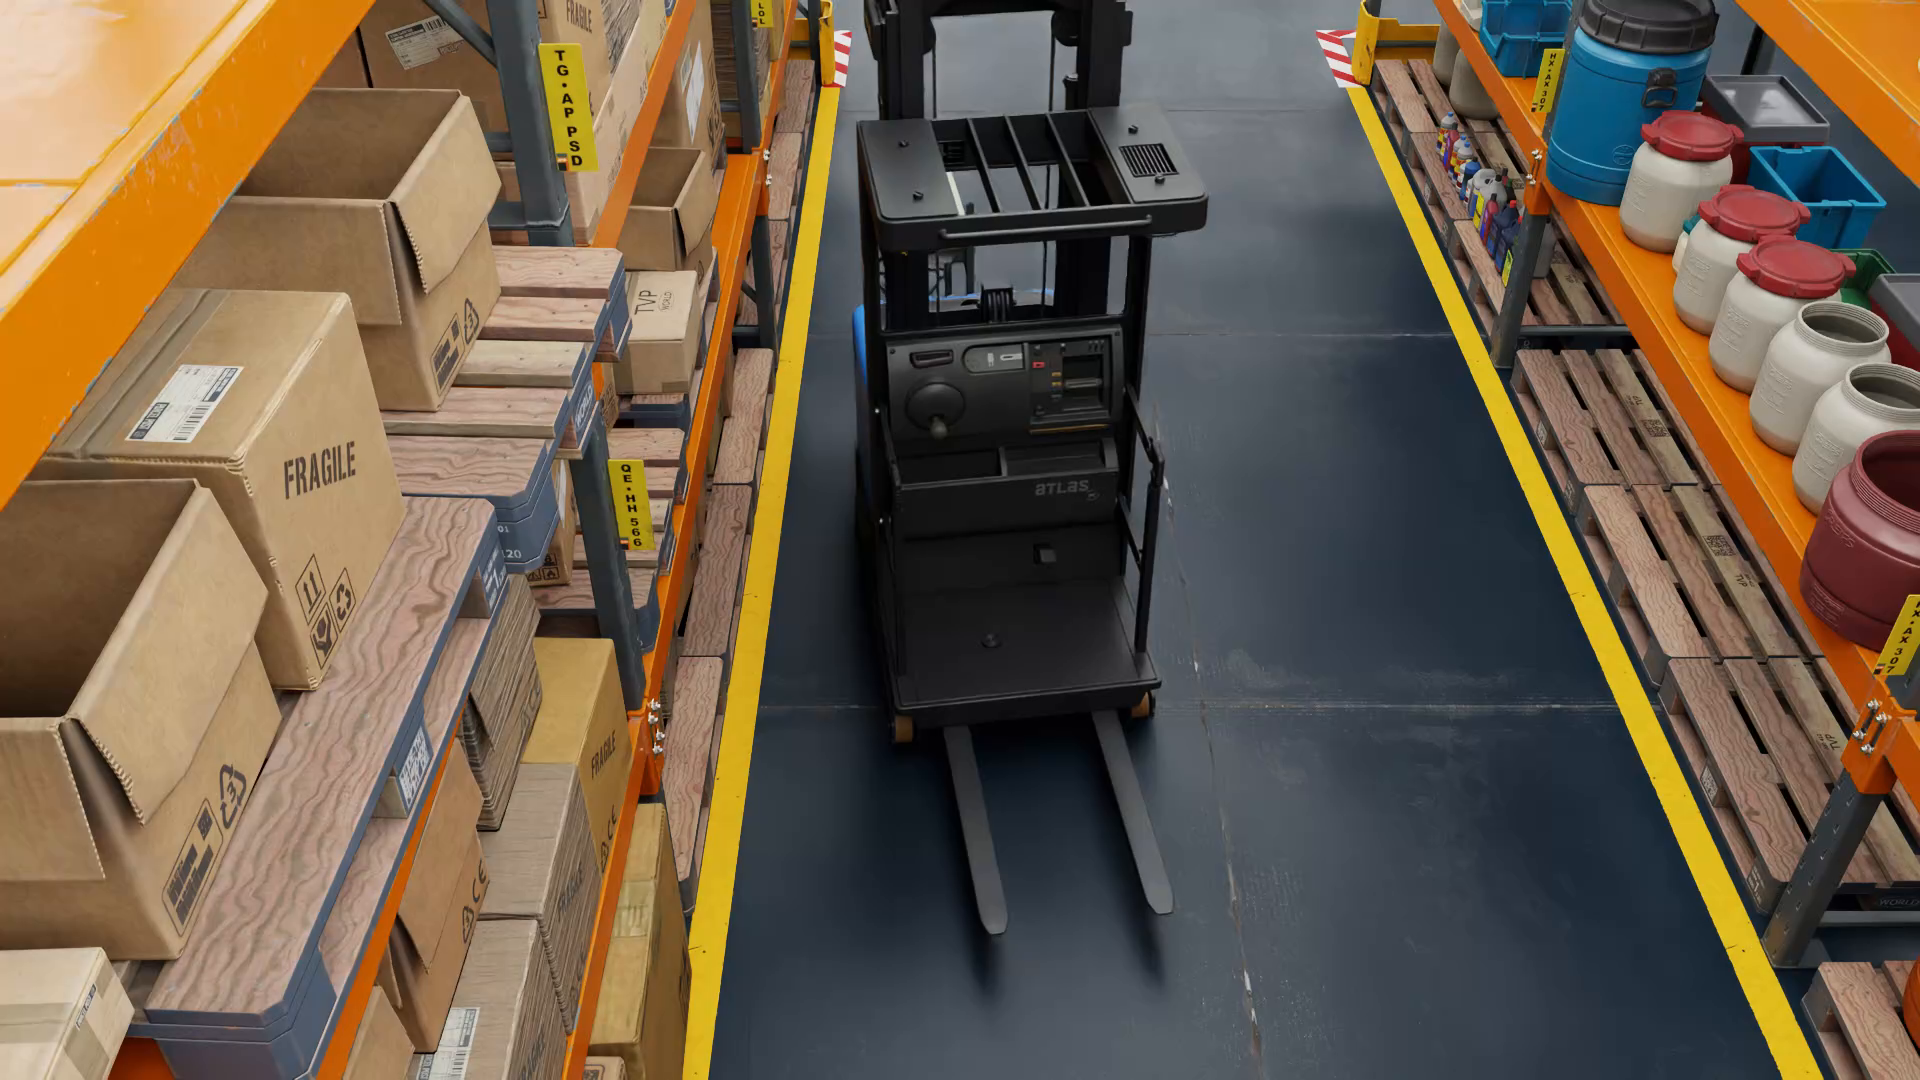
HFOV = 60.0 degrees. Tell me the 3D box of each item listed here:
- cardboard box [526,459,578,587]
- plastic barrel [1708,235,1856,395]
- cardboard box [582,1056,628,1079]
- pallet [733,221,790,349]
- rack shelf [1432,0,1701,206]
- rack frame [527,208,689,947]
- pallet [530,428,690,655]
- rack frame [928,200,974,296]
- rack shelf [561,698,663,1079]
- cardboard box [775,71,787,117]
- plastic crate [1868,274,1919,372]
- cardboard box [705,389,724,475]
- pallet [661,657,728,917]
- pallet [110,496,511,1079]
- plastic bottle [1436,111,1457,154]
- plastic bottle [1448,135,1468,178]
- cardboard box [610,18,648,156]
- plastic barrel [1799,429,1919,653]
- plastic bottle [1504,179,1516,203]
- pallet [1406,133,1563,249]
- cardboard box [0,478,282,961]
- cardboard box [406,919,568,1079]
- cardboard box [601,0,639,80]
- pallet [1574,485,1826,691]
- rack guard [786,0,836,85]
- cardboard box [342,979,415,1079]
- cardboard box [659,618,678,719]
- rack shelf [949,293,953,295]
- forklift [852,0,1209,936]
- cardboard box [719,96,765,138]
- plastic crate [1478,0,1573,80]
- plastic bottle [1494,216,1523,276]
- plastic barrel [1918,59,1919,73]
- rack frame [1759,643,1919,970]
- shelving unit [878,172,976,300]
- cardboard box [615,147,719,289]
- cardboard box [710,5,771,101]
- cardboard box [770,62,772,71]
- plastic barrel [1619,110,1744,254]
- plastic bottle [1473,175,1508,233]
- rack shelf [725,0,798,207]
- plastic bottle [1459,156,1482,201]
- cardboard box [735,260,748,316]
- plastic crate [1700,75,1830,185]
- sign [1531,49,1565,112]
[{"bbox_3d":[-1.541,-0.185,5.411,0.500,0.500,0.500,-5,39,-6],"label":"cardboard box"},{"bbox_3d":[3.231,-0.874,6.579,0.433,0.535,0.433,0,39,0],"label":"plastic barrel"},{"bbox_3d":[-1.527,2.010,4.452,1.225,0.875,0.875,0,39,0],"label":"cardboard box"},{"bbox_3d":[-1.541,-1.477,9.670,1.003,0.211,1.213,0,39,0],"label":"pallet"},{"bbox_3d":[3.446,-3.119,10.064,1.077,0.370,4.000,0,39,0],"label":"rack shelf"},{"bbox_3d":[-1.500,0.356,5.153,1.000,3.000,0.127,0,39,0],"label":"rack frame"},{"bbox_3d":[-1.607,-0.015,5.769,1.213,0.211,1.003,0,39,0],"label":"pallet"},{"bbox_3d":[-0.136,-0.924,7.949,0.400,1.500,0.023,-5,39,-7],"label":"rack frame"},{"bbox_3d":[-1.498,1.887,3.817,1.077,0.370,4.000,0,39,0],"label":"rack shelf"},{"bbox_3d":[-1.490,-3.071,11.092,0.500,0.500,0.500,10,40,12],"label":"cardboard box"},{"bbox_3d":[3.757,-0.683,6.398,0.402,0.464,0.583,0,39,0],"label":"plastic crate"},{"bbox_3d":[-1.544,-0.659,8.067,0.700,0.500,0.500,0,39,0],"label":"cardboard box"},{"bbox_3d":[-1.500,0.955,6.635,1.003,0.211,1.213,0,39,0],"label":"pallet"},{"bbox_3d":[-1.442,0.361,2.899,1.003,0.211,1.213,2,39,2],"label":"pallet"},{"bbox_3d":[3.134,-2.623,10.700,0.097,0.271,0.097,0,39,0],"label":"plastic bottle"},{"bbox_3d":[3.134,-2.409,10.433,0.097,0.271,0.097,0,39,0],"label":"plastic bottle"},{"bbox_3d":[-1.246,-1.371,5.029,0.500,0.250,0.500,1,39,1],"label":"cardboard box"},{"bbox_3d":[3.149,0.009,5.476,0.600,0.536,0.708,0,39,0],"label":"plastic barrel"},{"bbox_3d":[3.261,-2.001,9.915,0.061,0.283,0.133,0,39,0],"label":"plastic bottle"},{"bbox_3d":[3.485,-2.246,10.629,1.003,0.211,1.213,0,39,0],"label":"pallet"},{"bbox_3d":[-1.476,0.259,2.457,0.797,0.503,0.637,-1,39,-1],"label":"cardboard box"},{"bbox_3d":[-1.253,1.262,3.942,0.500,0.500,0.500,-1,39,-2],"label":"cardboard box"},{"bbox_3d":[-1.240,-1.660,4.790,0.500,0.500,0.500,0,39,0],"label":"cardboard box"},{"bbox_3d":[3.492,0.195,7.583,1.003,0.211,1.213,0,39,0],"label":"pallet"},{"bbox_3d":[-1.509,-3.624,12.118,1.175,0.500,0.348,0,39,0],"label":"rack guard"},{"bbox_3d":[-1.510,1.210,3.205,0.797,0.503,0.637,1,39,1],"label":"cardboard box"},{"bbox_3d":[-1.534,0.394,6.752,0.700,0.500,0.500,-3,39,-4],"label":"cardboard box"},{"bbox_3d":[-0.189,-0.896,8.435,0.431,0.370,0.720,-5,39,-7],"label":"rack shelf"},{"bbox_3d":[0.213,-0.537,6.322,1.130,2.935,3.031,-5,39,-7],"label":"forklift"},{"bbox_3d":[-1.204,-2.182,8.521,0.380,0.149,0.250,0,39,0],"label":"cardboard box"},{"bbox_3d":[3.175,-2.783,9.188,0.499,0.251,0.616,0,39,0],"label":"plastic crate"},{"bbox_3d":[3.159,-1.690,9.472,0.144,0.351,0.185,-1,39,-1],"label":"plastic bottle"},{"bbox_3d":[3.218,-1.559,5.255,0.301,0.262,0.301,0,39,0],"label":"plastic barrel"},{"bbox_3d":[3.453,0.352,5.157,1.000,3.000,0.127,0,39,0],"label":"rack frame"},{"bbox_3d":[-0.189,-1.150,8.231,0.431,1.500,0.755,-5,39,-7],"label":"shelving unit"},{"bbox_3d":[-1.410,-1.266,6.758,0.797,0.503,0.637,4,39,5],"label":"cardboard box"},{"bbox_3d":[-1.443,-2.582,8.501,0.875,0.500,0.500,0,39,0],"label":"cardboard box"},{"bbox_3d":[-1.229,-2.651,9.106,0.380,0.149,0.250,0,39,0],"label":"cardboard box"},{"bbox_3d":[3.230,-1.604,7.489,0.433,0.535,0.433,0,39,0],"label":"plastic barrel"},{"bbox_3d":[3.159,-2.012,9.873,0.144,0.351,0.185,0,39,0],"label":"plastic bottle"},{"bbox_3d":[-1.507,-3.115,10.060,1.077,0.370,4.000,0,39,0],"label":"rack shelf"},{"bbox_3d":[3.135,-2.220,10.197,0.097,0.271,0.097,0,39,0],"label":"plastic bottle"},{"bbox_3d":[-1.465,-1.584,9.237,0.500,0.500,0.500,-1,39,-1],"label":"cardboard box"},{"bbox_3d":[3.755,-1.871,7.881,0.402,0.464,0.583,0,39,0],"label":"plastic crate"},{"bbox_3d":[2.898,-2.264,8.200,0.100,0.325,0.005,0,39,0],"label":"sign"}]
